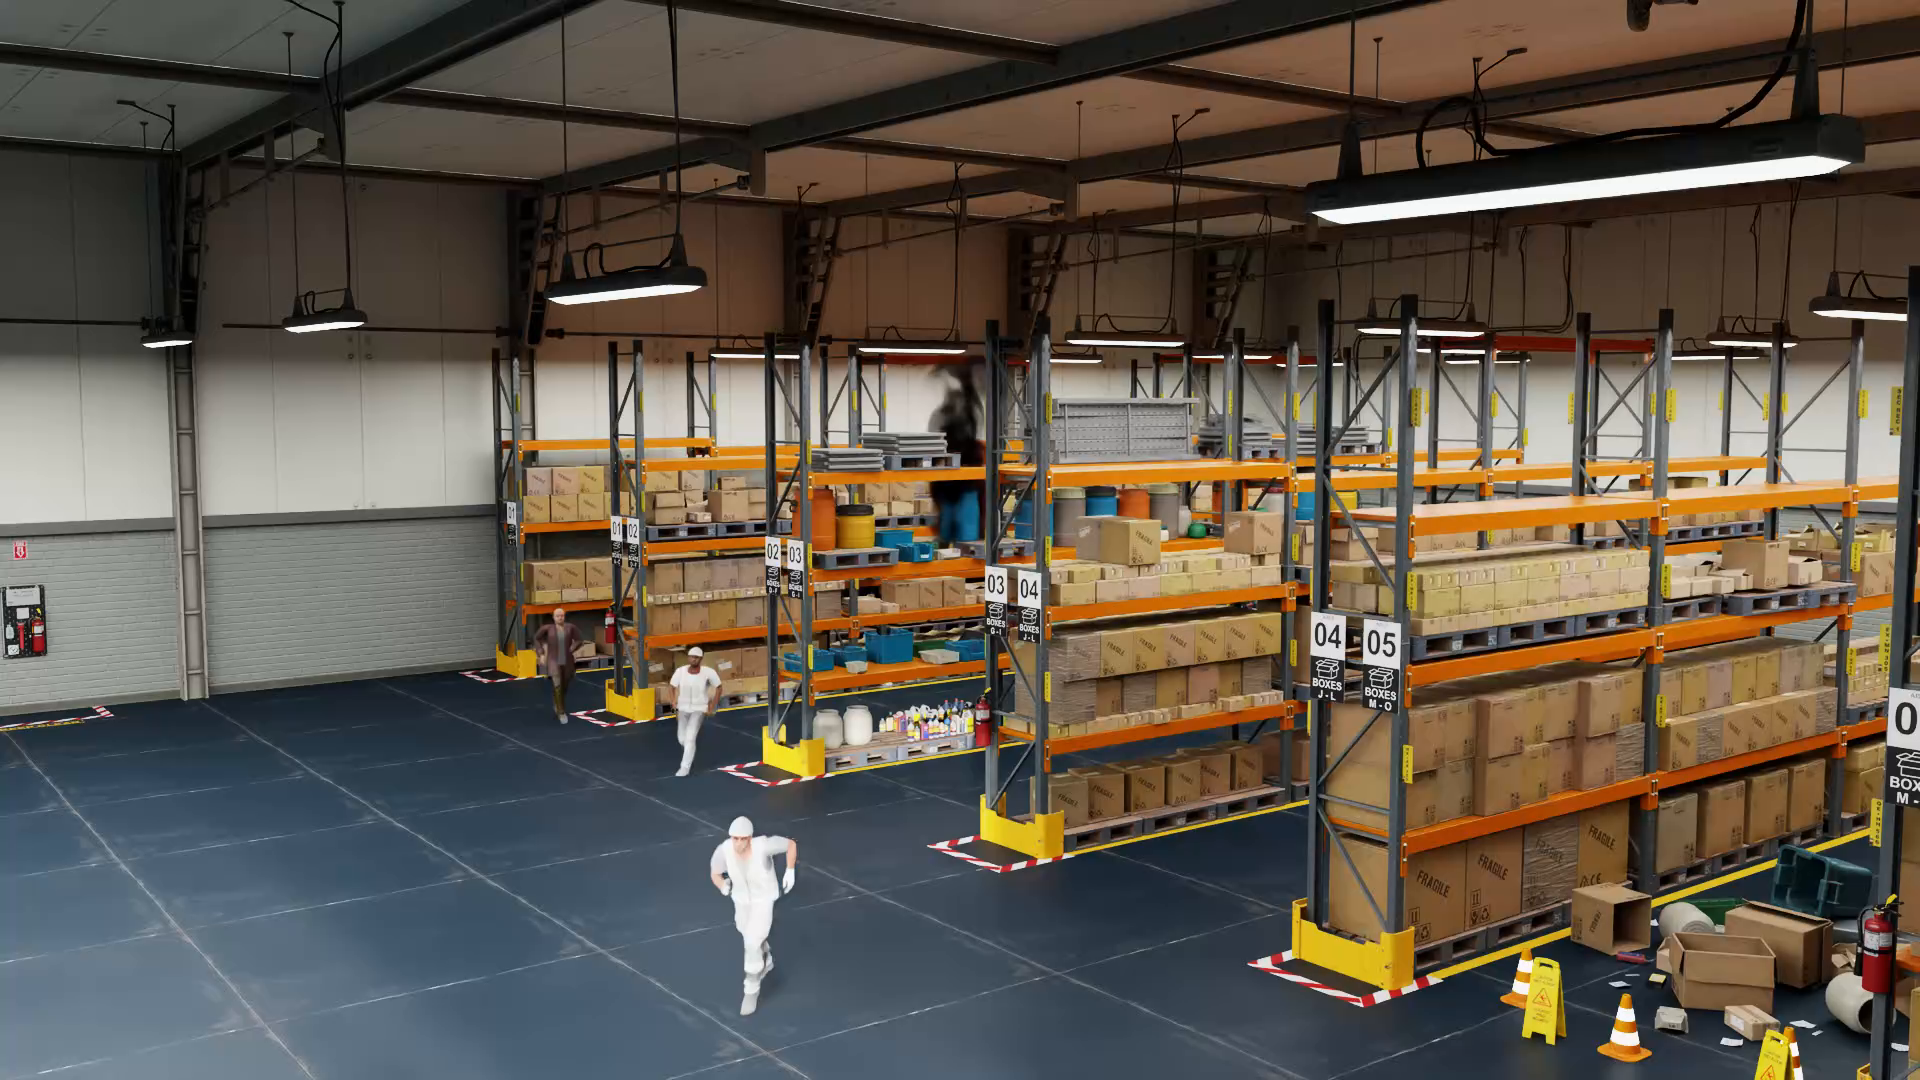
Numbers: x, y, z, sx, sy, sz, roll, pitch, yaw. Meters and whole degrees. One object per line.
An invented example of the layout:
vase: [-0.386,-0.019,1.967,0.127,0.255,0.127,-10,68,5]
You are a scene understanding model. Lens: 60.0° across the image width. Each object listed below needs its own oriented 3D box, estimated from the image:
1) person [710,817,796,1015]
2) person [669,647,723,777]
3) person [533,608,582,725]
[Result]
person: [-1.731,3.114,14.129,0.705,1.721,1.019,1,5,9]
person: [-3.617,2.312,22.728,0.743,1.737,0.766,0,5,4]
person: [-6.361,1.969,26.404,0.746,1.786,1.003,-2,6,-26]
